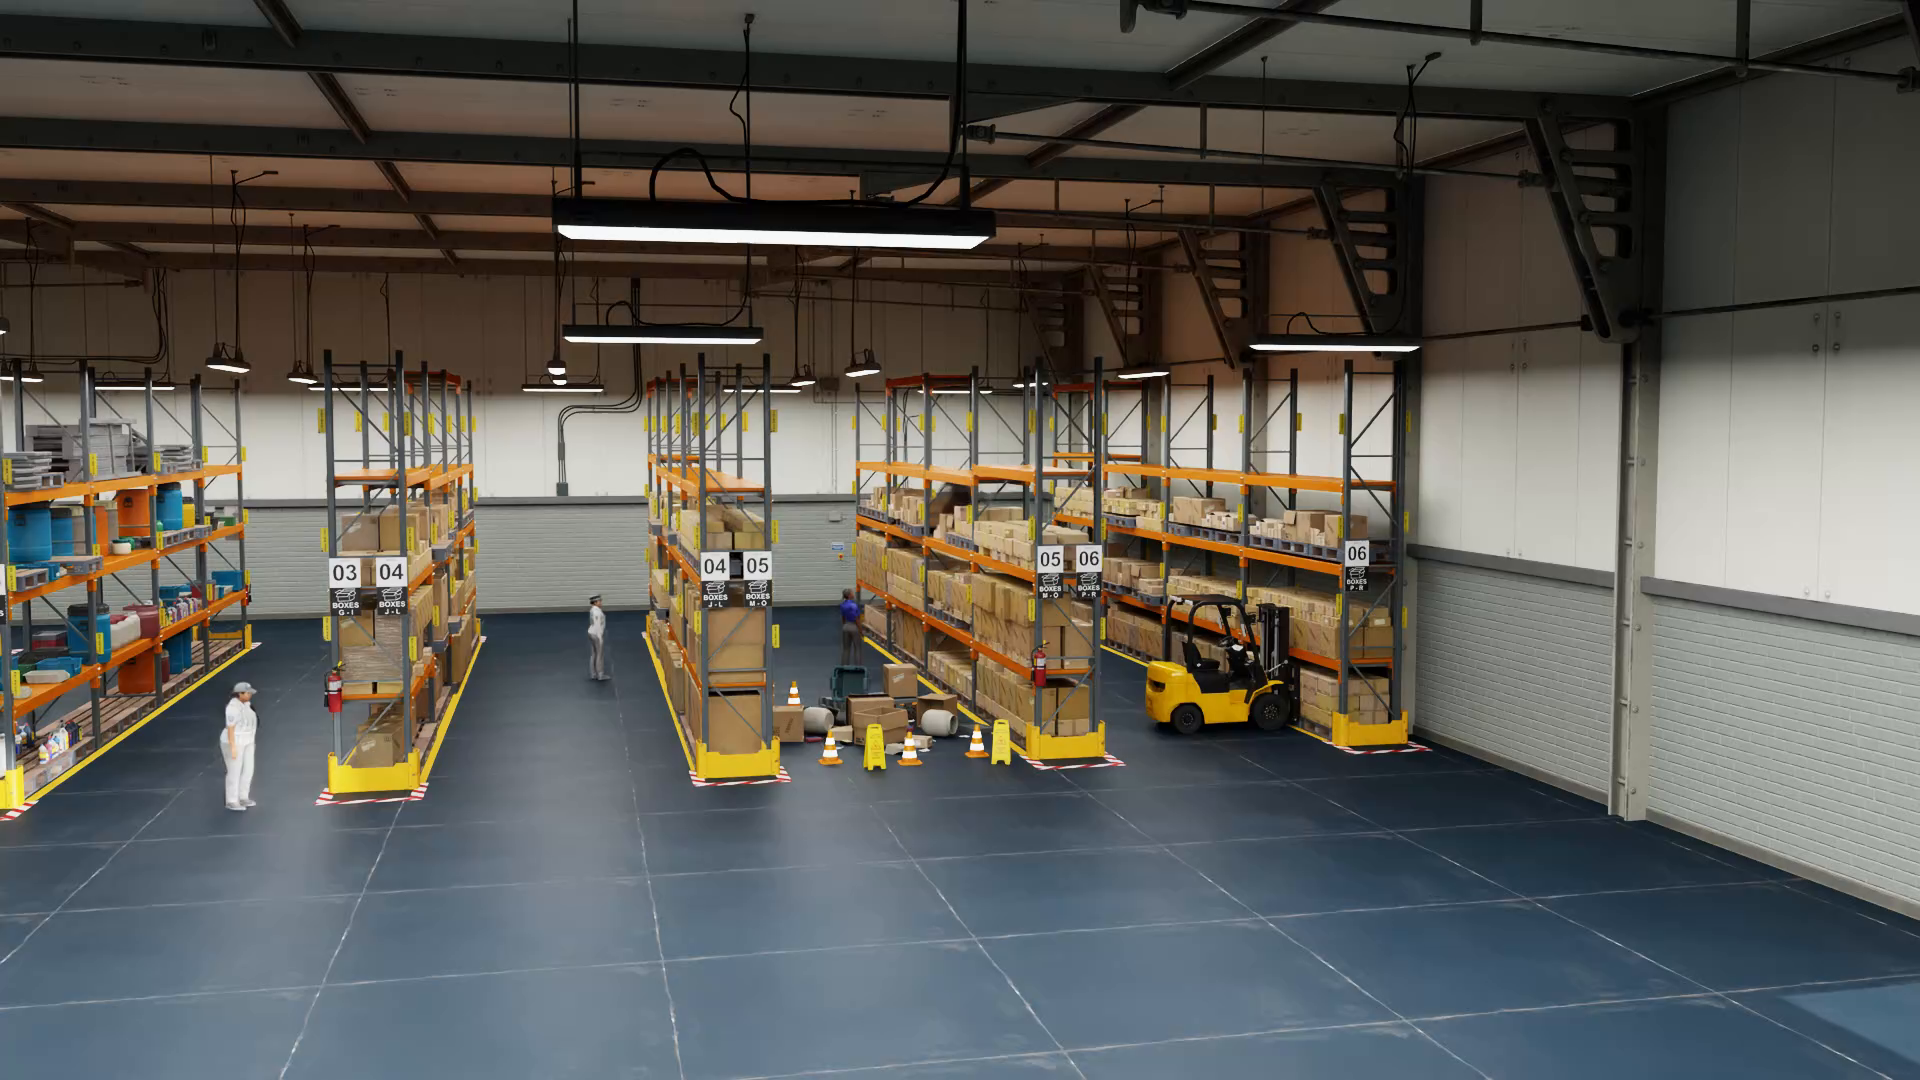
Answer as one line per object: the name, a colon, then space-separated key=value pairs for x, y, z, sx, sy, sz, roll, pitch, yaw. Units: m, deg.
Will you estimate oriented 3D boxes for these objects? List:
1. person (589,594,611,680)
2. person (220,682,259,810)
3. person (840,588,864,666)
person: x=-7.055 y=1.887 z=32.530 sx=0.396 sy=1.685 sz=0.540 roll=-2 pitch=4 yaw=-26
person: x=-9.386 y=2.677 z=21.689 sx=0.471 sy=1.668 sz=0.513 roll=1 pitch=4 yaw=9
person: x=-2.022 y=1.719 z=31.146 sx=0.475 sy=1.648 sz=0.375 roll=2 pitch=4 yaw=26
